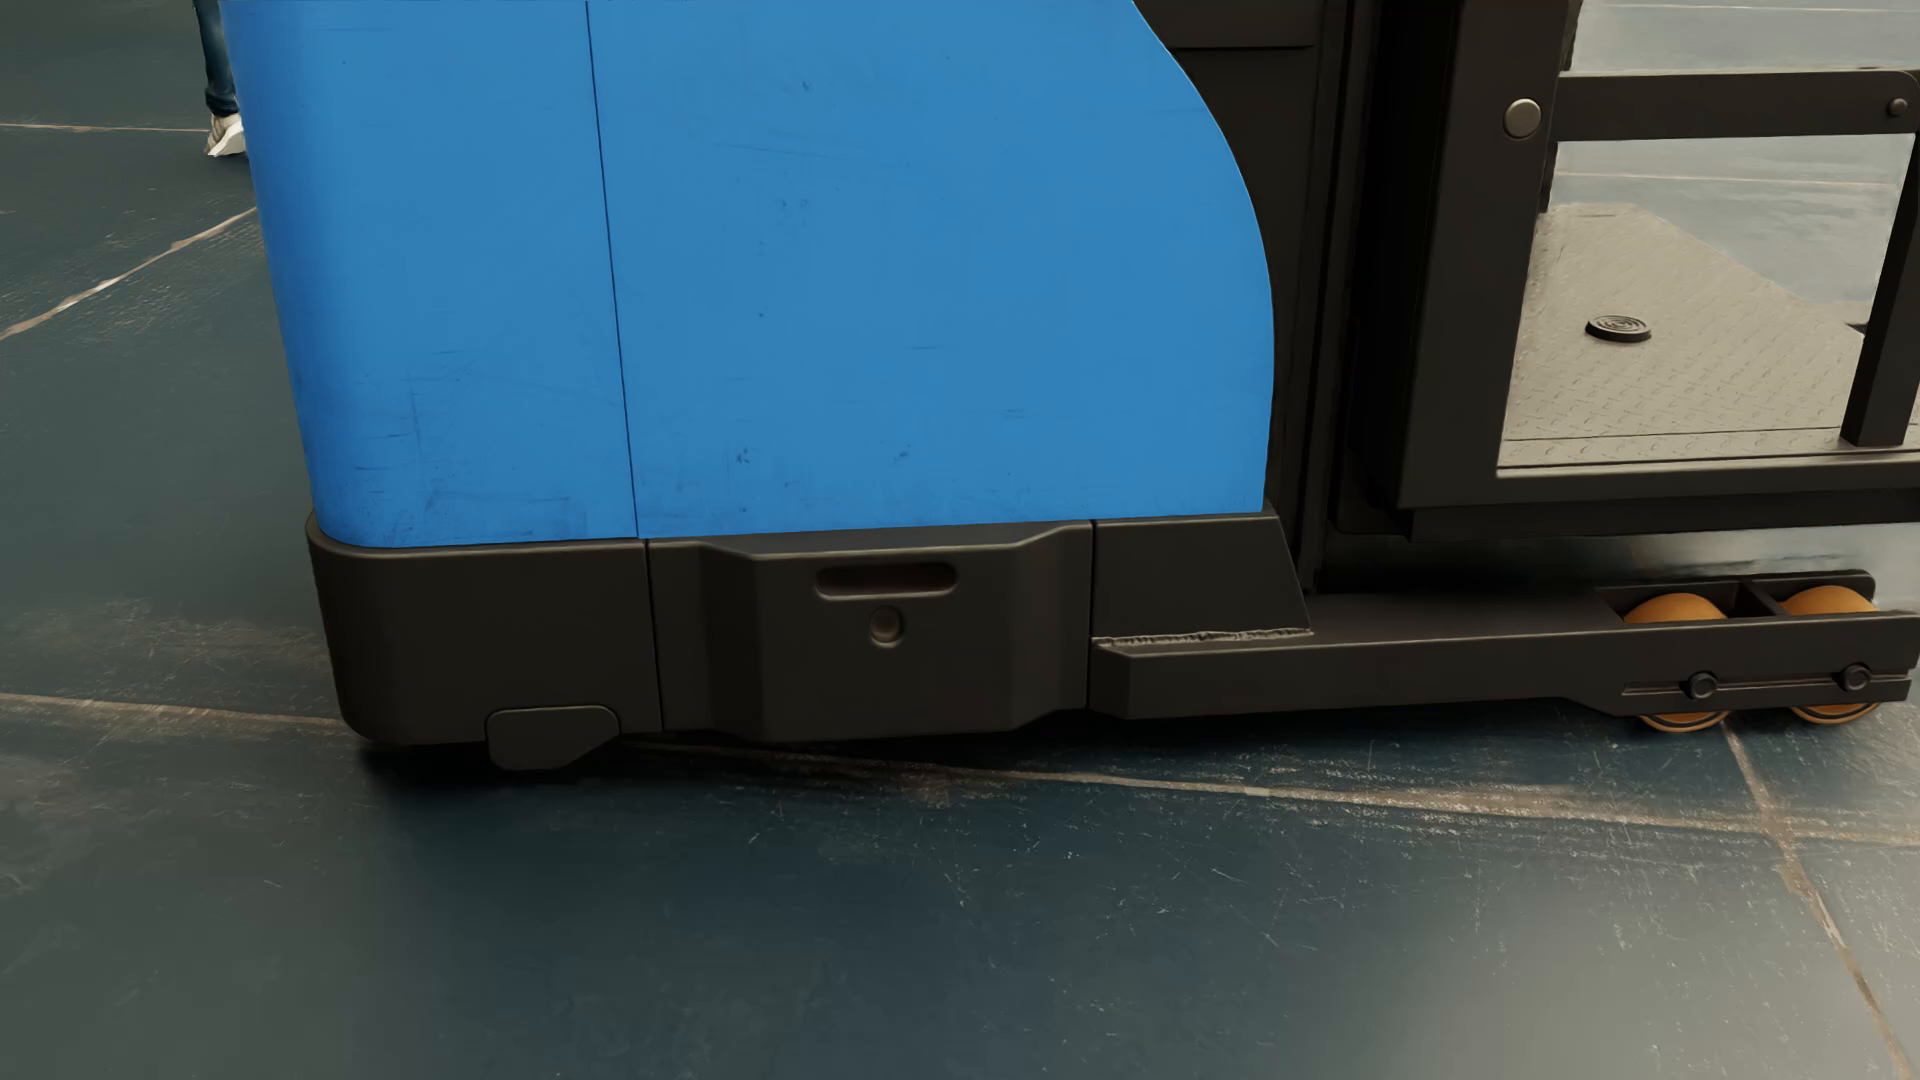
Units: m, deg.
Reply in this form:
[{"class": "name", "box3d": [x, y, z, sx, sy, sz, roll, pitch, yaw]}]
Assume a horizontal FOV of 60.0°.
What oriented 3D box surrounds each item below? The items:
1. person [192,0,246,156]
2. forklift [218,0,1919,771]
[{"class": "person", "box3d": [-1.828, -1.774, 4.349, 0.510, 1.627, 0.461, -17, 31, -31]}, {"class": "forklift", "box3d": [0.740, -1.310, 1.843, 3.031, 2.935, 1.130, -3, 27, -5]}]
